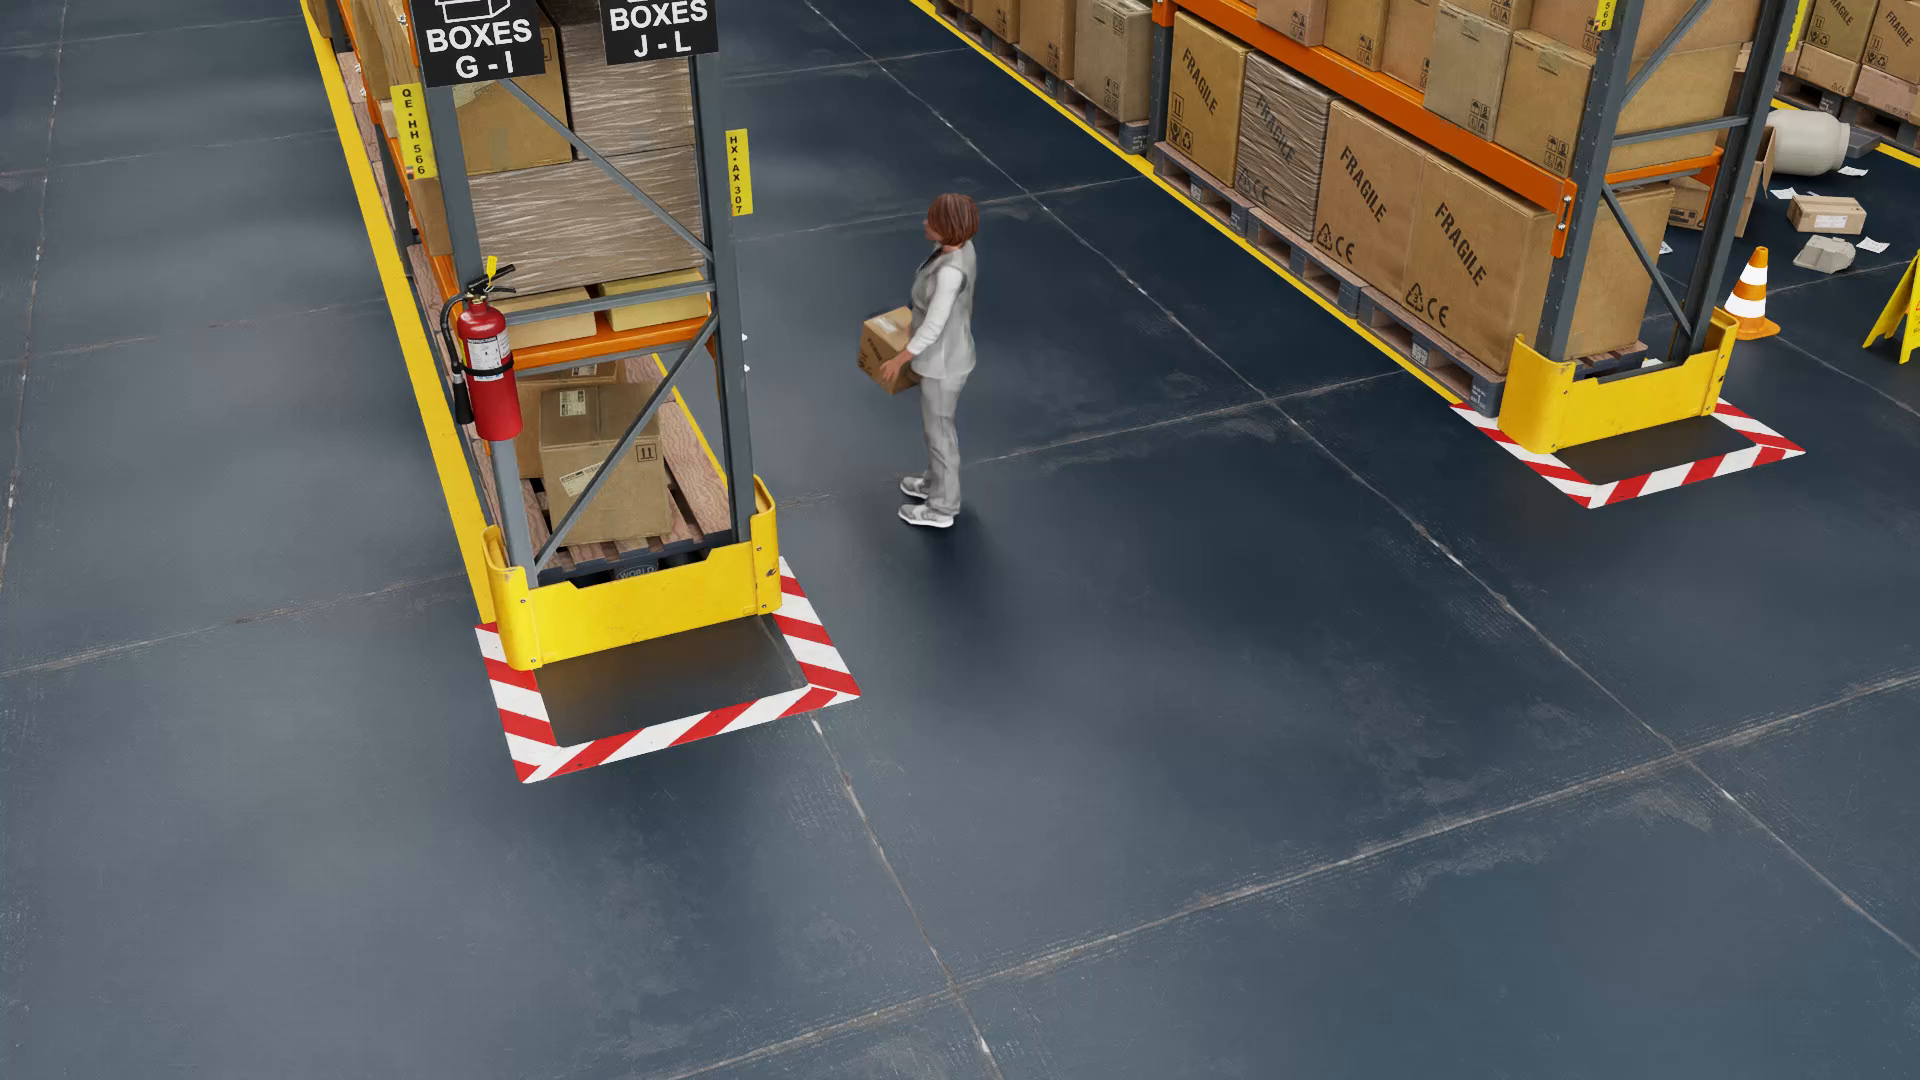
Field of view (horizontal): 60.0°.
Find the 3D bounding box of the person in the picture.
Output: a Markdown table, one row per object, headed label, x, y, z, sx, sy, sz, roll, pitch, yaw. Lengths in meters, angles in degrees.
| label | x | y | z | sx | sy | sz | roll | pitch | yaw |
| --- | --- | --- | --- | --- | --- | --- | --- | --- | --- |
| person | -0.132 | -0.785 | 7.301 | 0.422 | 1.605 | 0.482 | 2 | 34 | 3 |
